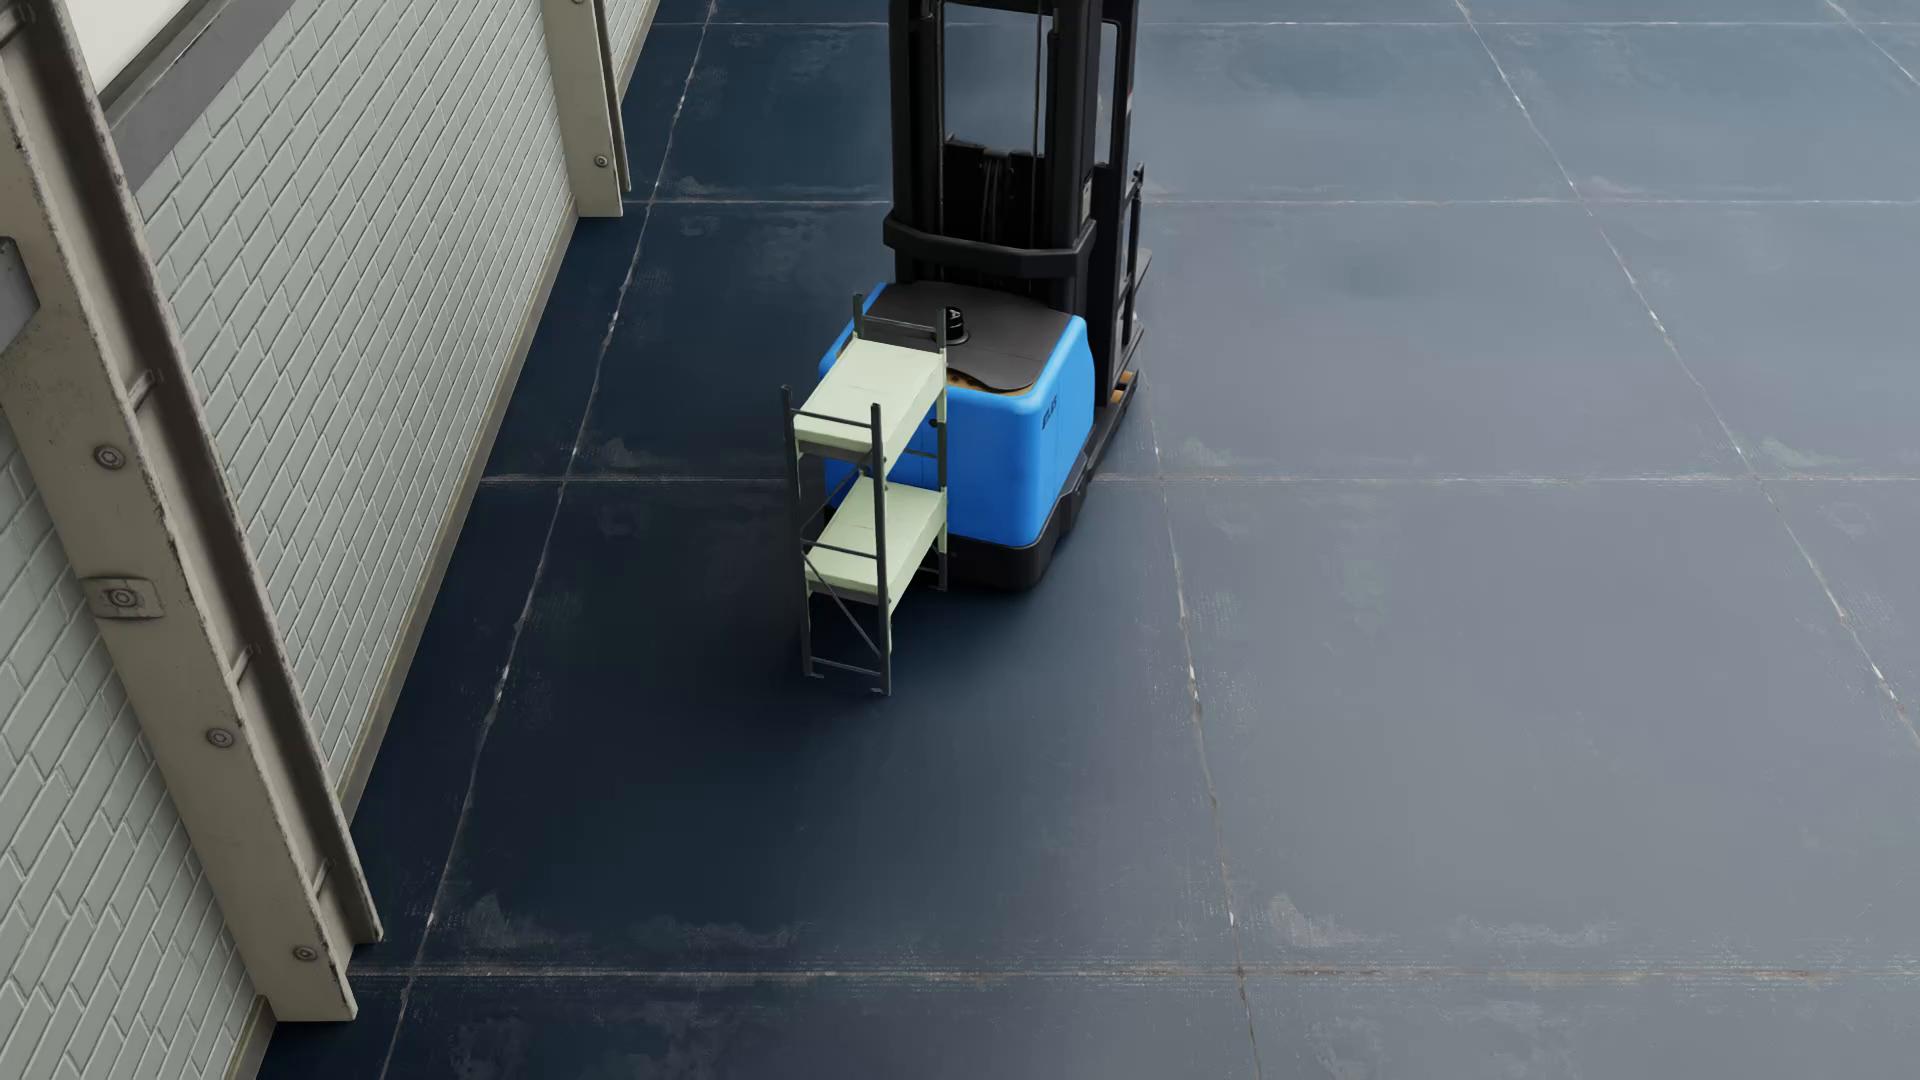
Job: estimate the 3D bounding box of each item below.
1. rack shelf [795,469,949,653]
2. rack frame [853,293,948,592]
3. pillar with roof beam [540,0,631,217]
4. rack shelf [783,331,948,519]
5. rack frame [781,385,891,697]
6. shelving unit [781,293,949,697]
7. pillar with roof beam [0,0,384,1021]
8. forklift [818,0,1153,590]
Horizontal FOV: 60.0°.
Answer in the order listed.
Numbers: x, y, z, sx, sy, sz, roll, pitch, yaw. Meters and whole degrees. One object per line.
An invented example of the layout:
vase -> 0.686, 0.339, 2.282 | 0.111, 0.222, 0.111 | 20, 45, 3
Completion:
rack shelf -> -0.370, 0.080, 7.218 | 0.431, 0.370, 0.720 | 12, 40, 15
rack frame -> -0.250, -0.391, 7.284 | 0.400, 1.500, 0.023 | 12, 40, 15
pillar with roof beam -> 2.002, -5.692, 7.902 | 9.100, 9.000, 0.400 | 0, 39, 0
rack shelf -> -0.370, -0.479, 6.770 | 0.431, 0.370, 0.720 | 12, 40, 15
rack frame -> -0.489, 0.042, 6.744 | 0.400, 1.500, 0.023 | 12, 40, 15
shelving unit -> -0.370, -0.175, 7.014 | 0.431, 1.500, 0.755 | 12, 40, 15
pillar with roof beam -> 2.009, -1.940, 3.220 | 9.100, 9.000, 0.400 | 0, 39, 0
forklift -> 0.319, -1.844, 7.953 | 1.130, 2.935, 3.031 | 12, 40, 15
